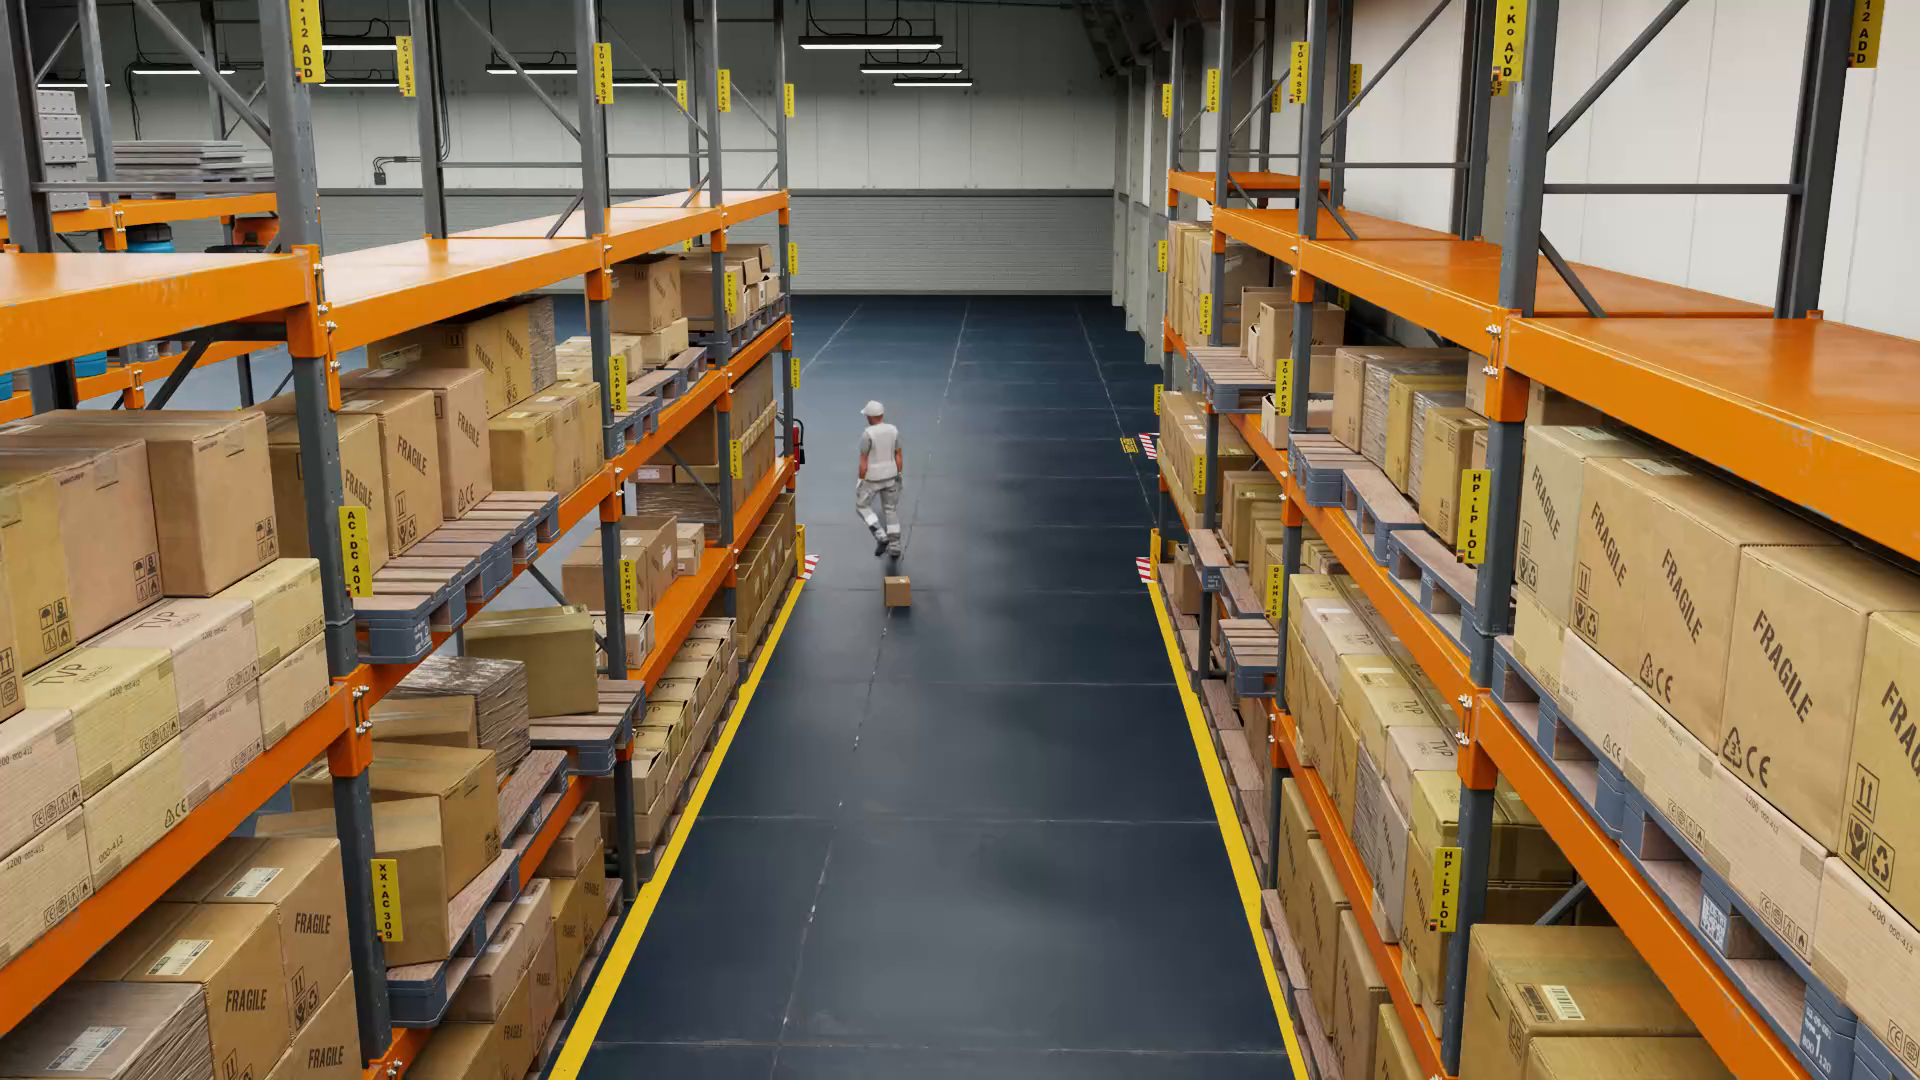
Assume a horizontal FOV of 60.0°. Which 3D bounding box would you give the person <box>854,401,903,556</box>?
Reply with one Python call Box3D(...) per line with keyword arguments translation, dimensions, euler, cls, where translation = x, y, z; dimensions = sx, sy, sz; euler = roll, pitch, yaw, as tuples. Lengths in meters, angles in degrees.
Box3D(translation=(-0.934, -0.690, 18.682), dimensions=(0.636, 1.778, 0.453), euler=(-8, 16, -31), cls="person")
